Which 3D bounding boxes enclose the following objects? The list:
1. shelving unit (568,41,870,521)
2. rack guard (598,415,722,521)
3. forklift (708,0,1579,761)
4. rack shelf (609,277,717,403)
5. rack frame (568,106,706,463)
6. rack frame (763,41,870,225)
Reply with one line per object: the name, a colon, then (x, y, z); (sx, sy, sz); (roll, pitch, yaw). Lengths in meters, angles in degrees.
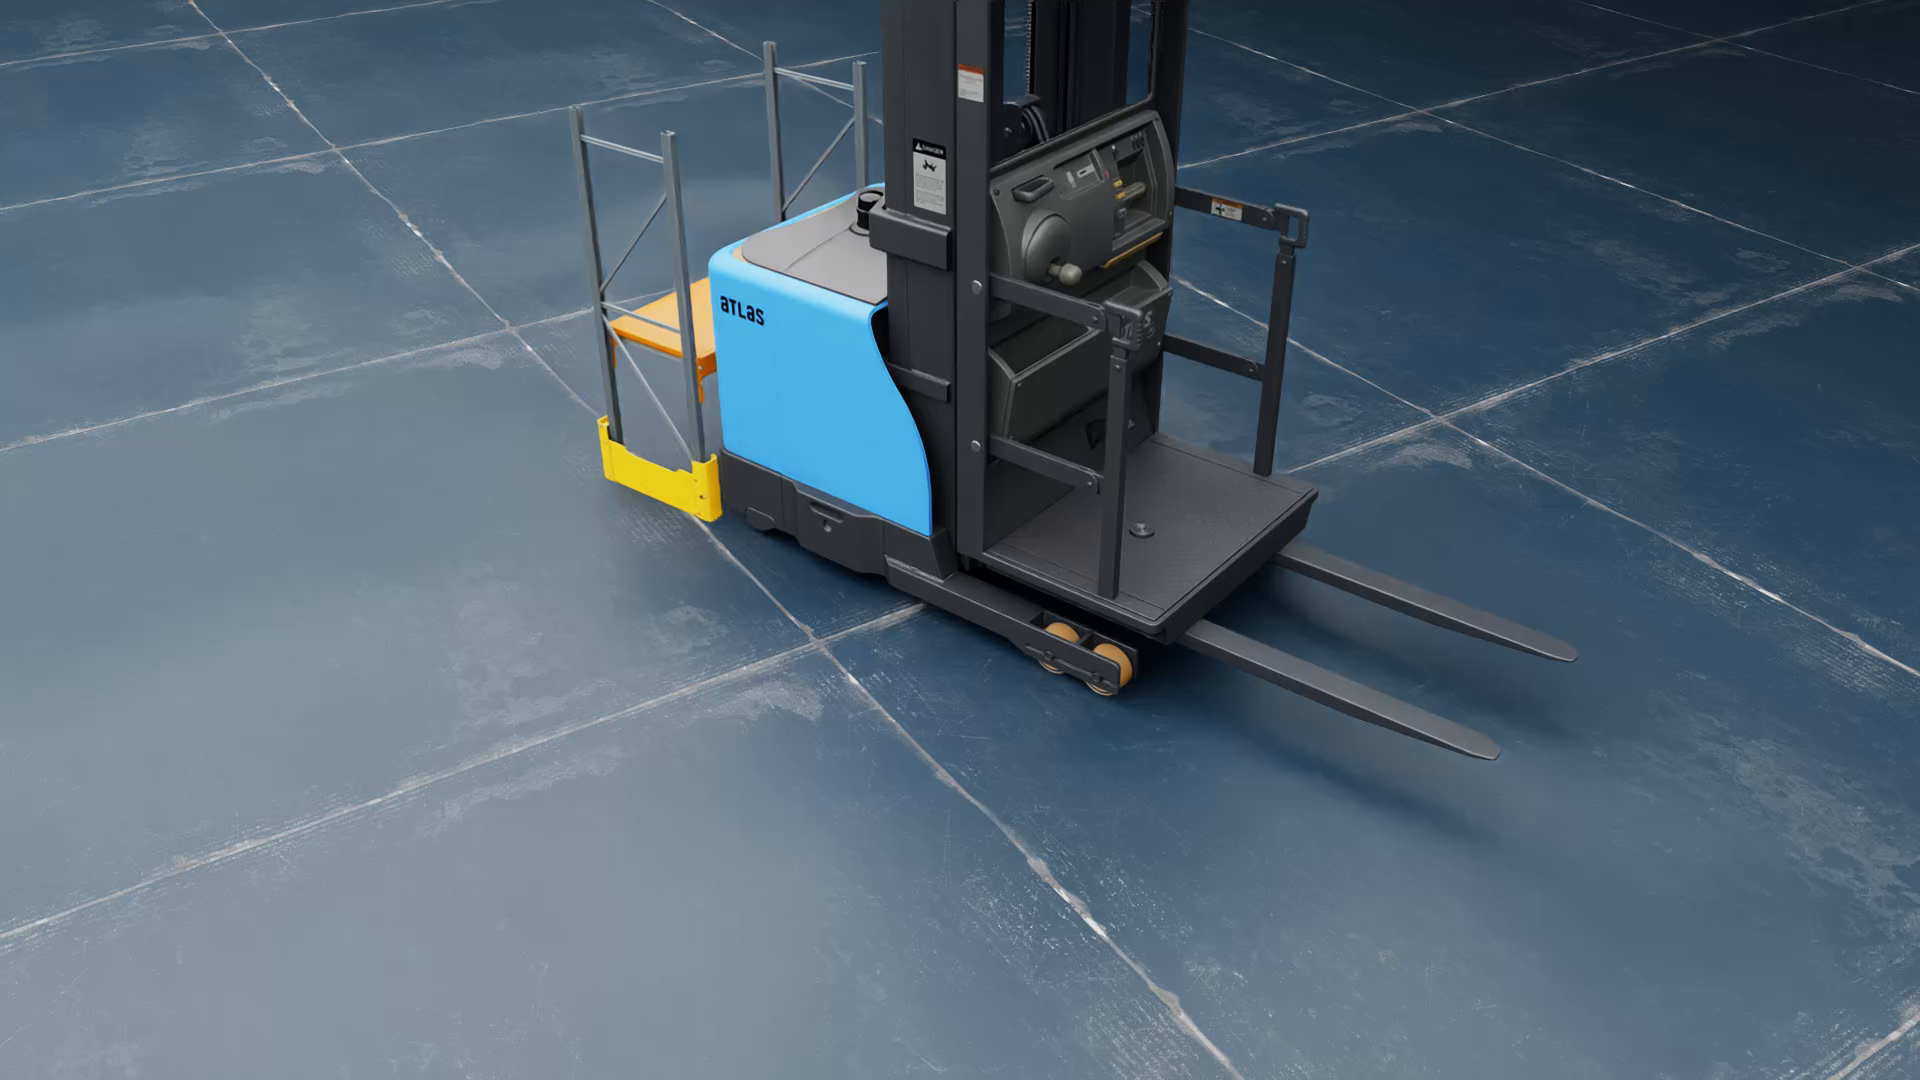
shelving unit: (-0.873, -1.027, 6.473); (0.587, 1.500, 1.083); (22, 38, 30)
rack guard: (-1.169, -0.285, 6.467); (0.587, 0.250, 0.087); (22, 38, 30)
forklift: (0.567, -1.052, 5.171); (3.031, 2.935, 1.130); (23, 39, 32)
rack shelf: (-0.868, -0.879, 6.575); (0.538, 0.185, 1.000); (22, 38, 30)
rack frame: (-1.170, -0.813, 6.133); (0.500, 1.500, 0.032); (22, 38, 30)
rack frame: (-0.565, -1.249, 6.824); (0.500, 1.500, 0.032); (22, 38, 30)
